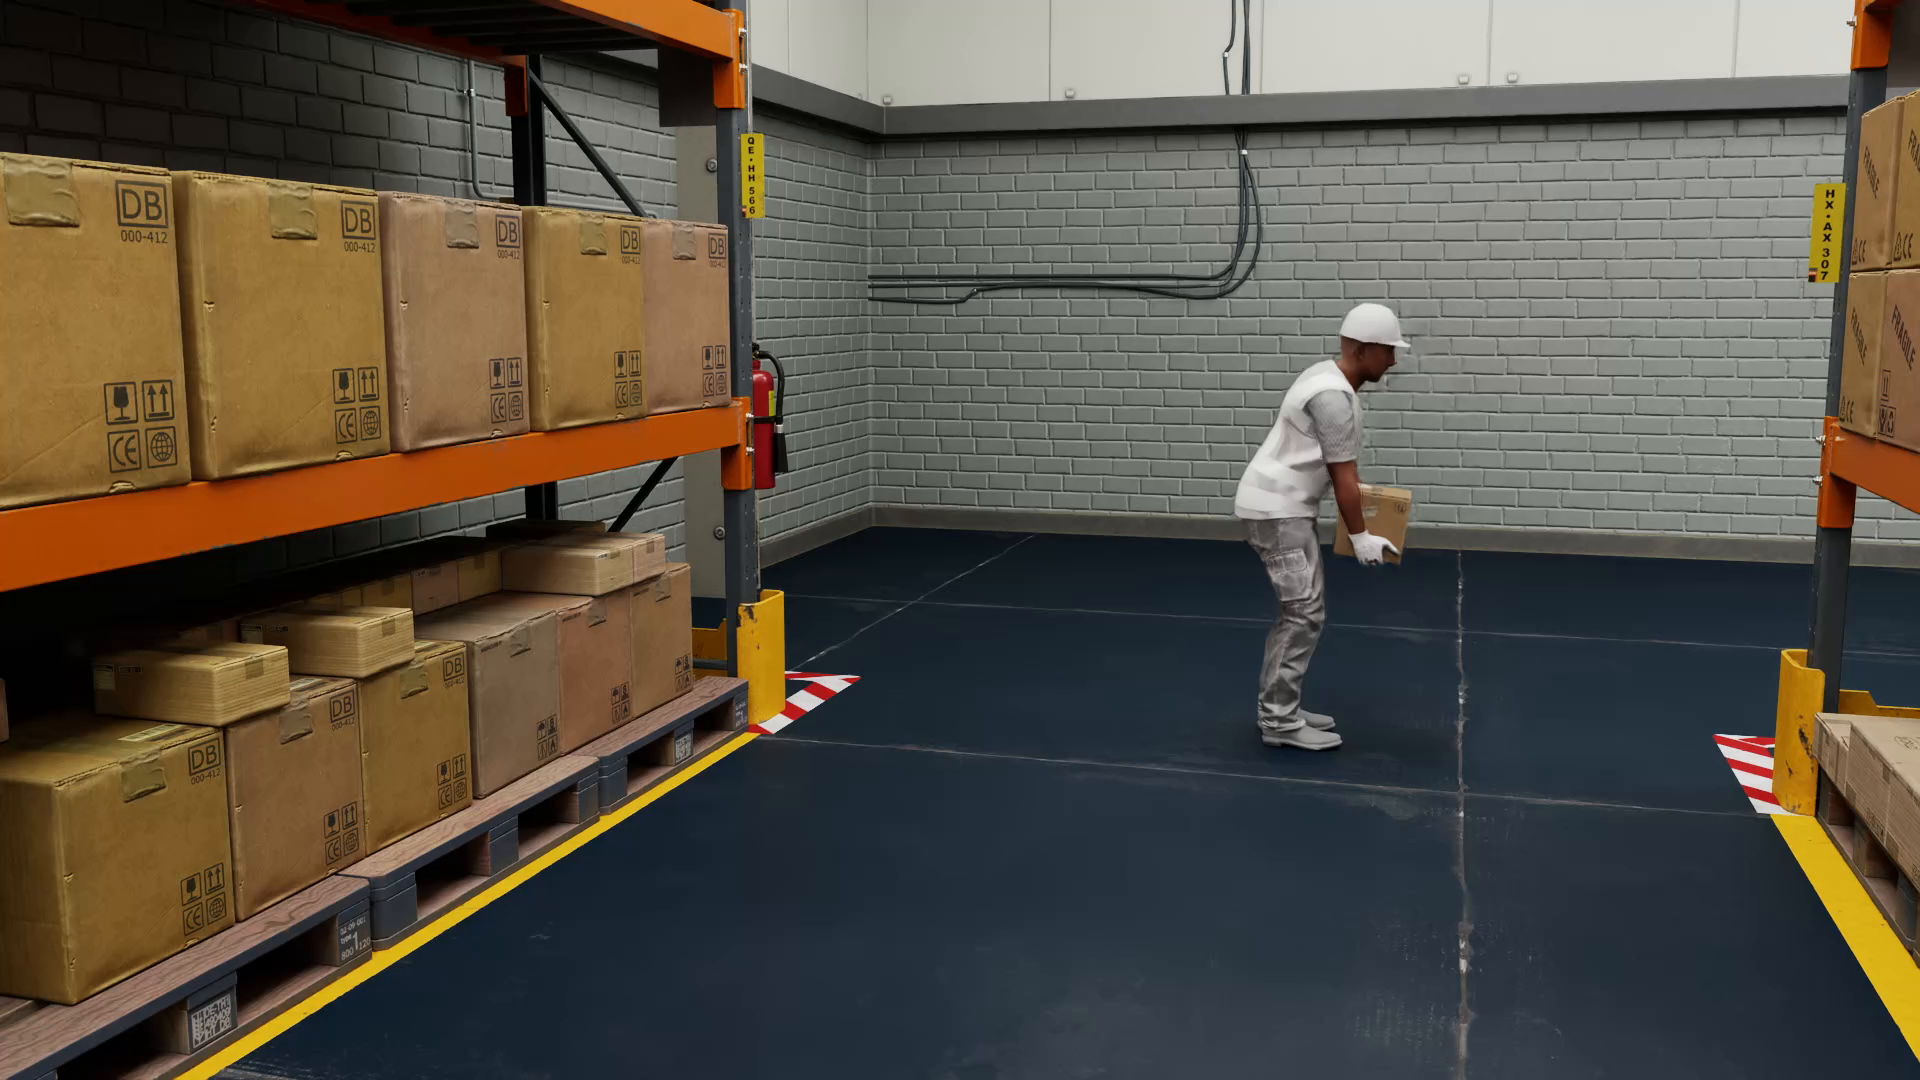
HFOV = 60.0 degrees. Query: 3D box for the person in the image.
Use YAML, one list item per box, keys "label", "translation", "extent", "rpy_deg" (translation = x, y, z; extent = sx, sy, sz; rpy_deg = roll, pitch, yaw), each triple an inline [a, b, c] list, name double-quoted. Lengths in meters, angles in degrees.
- label: "person"
  translation: [1.389, -0.058, 6.447]
  extent: [0.645, 1.700, 0.482]
  rpy_deg: [2, 9, 15]
